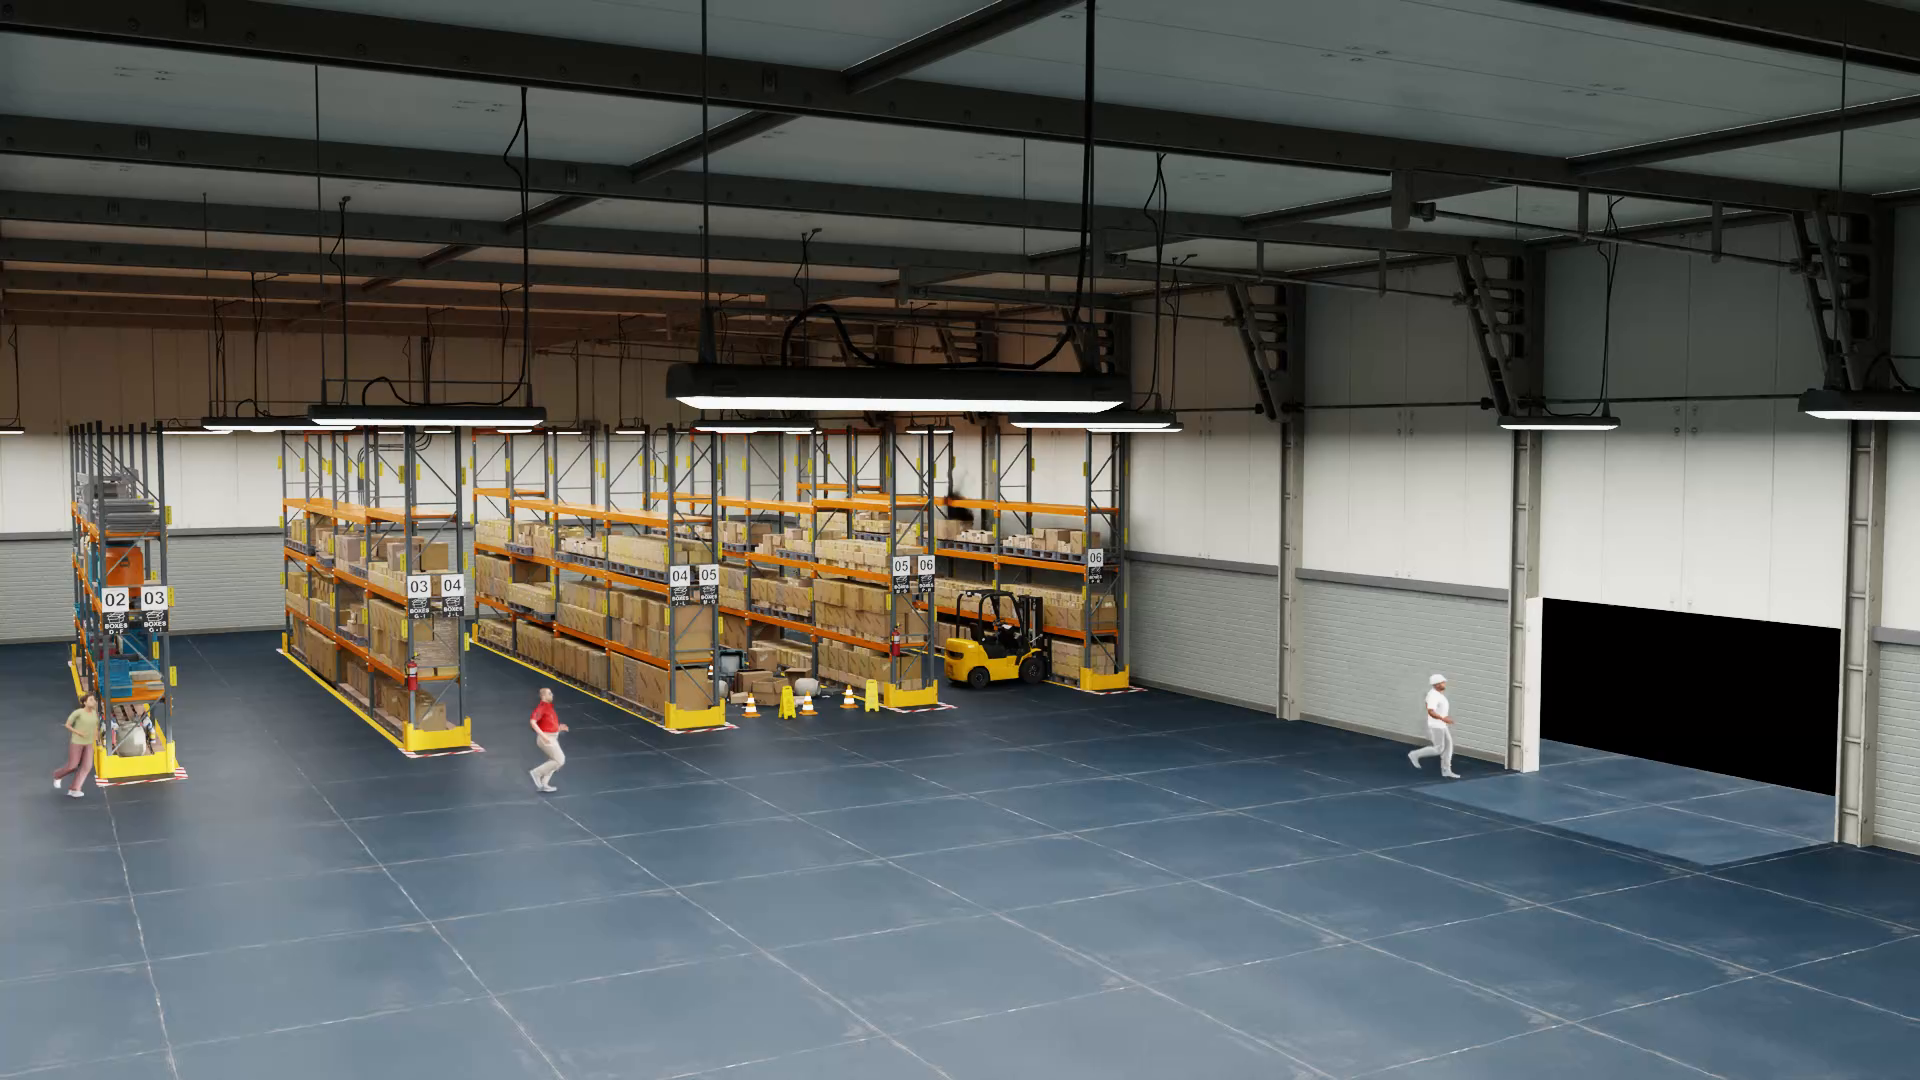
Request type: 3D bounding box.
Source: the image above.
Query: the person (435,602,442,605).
[{"bbox_3d":[-13.839,2.092,44.571,0.672,1.844,0.929,-1,4,-22],"label":"person"}]

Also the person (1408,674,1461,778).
[{"bbox_3d":[8.002,3.129,27.986,0.868,1.750,0.697,1,4,23],"label":"person"}]

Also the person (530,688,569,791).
[{"bbox_3d":[-6.619,3.223,26.824,0.591,1.682,0.658,0,4,-6],"label":"person"}]

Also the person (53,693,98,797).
[{"bbox_3d":[-14.174,3.270,26.813,0.792,1.600,0.636,2,4,30],"label":"person"}]
